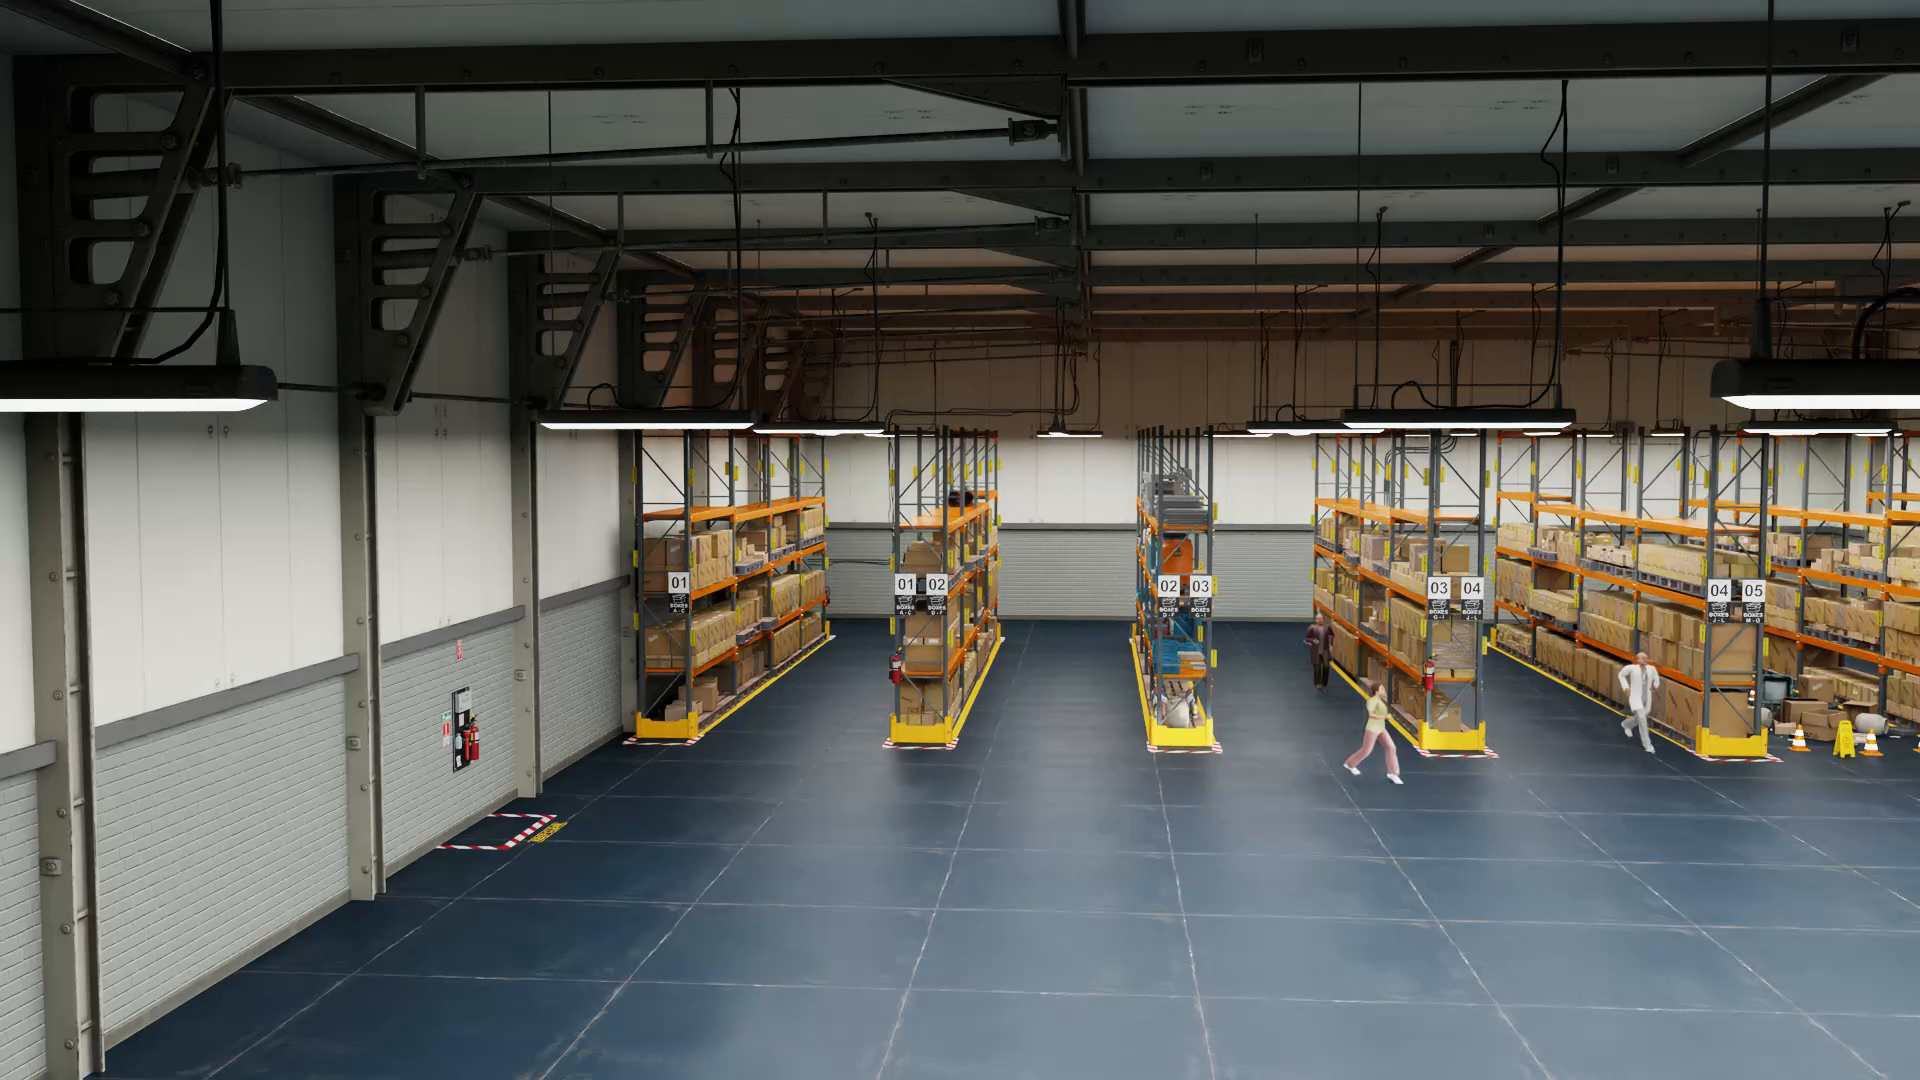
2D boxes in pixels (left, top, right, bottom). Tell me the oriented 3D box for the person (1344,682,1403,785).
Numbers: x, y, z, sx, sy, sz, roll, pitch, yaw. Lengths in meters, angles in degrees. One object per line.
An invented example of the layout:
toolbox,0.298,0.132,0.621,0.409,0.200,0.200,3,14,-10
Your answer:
person,6.900,3.227,27.829,1.002,1.710,0.544,3,4,37

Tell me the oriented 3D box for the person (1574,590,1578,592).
person,17.662,2.053,47.282,0.881,1.717,0.658,0,3,-6

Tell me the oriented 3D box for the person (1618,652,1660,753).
person,12.674,2.987,30.977,0.660,1.814,1.184,-1,3,-11

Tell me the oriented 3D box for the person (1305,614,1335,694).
person,8.165,2.584,37.677,0.682,1.824,0.787,0,3,6
